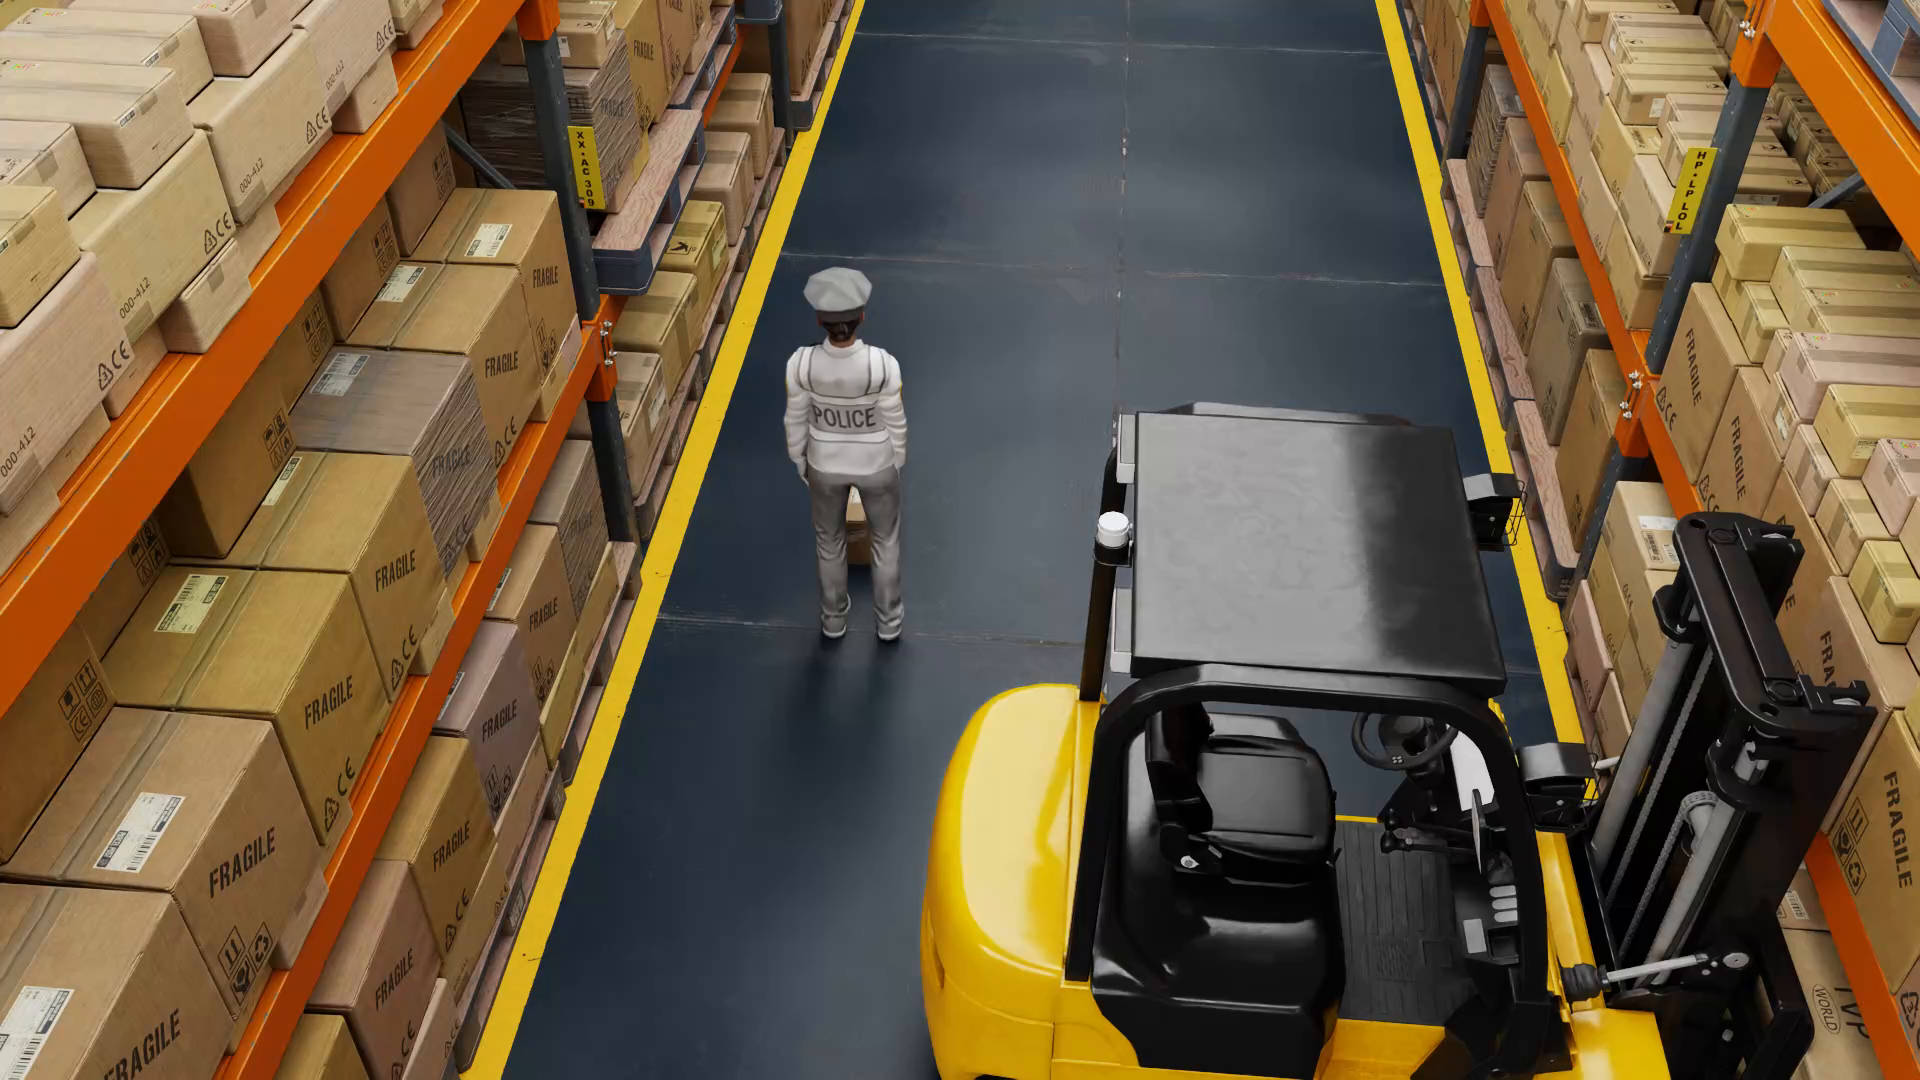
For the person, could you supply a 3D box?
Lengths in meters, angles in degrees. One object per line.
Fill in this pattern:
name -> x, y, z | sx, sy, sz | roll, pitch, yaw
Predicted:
person -> -0.437, -0.299, 6.517 | 0.469, 1.669, 0.328 | 1, 40, 2
